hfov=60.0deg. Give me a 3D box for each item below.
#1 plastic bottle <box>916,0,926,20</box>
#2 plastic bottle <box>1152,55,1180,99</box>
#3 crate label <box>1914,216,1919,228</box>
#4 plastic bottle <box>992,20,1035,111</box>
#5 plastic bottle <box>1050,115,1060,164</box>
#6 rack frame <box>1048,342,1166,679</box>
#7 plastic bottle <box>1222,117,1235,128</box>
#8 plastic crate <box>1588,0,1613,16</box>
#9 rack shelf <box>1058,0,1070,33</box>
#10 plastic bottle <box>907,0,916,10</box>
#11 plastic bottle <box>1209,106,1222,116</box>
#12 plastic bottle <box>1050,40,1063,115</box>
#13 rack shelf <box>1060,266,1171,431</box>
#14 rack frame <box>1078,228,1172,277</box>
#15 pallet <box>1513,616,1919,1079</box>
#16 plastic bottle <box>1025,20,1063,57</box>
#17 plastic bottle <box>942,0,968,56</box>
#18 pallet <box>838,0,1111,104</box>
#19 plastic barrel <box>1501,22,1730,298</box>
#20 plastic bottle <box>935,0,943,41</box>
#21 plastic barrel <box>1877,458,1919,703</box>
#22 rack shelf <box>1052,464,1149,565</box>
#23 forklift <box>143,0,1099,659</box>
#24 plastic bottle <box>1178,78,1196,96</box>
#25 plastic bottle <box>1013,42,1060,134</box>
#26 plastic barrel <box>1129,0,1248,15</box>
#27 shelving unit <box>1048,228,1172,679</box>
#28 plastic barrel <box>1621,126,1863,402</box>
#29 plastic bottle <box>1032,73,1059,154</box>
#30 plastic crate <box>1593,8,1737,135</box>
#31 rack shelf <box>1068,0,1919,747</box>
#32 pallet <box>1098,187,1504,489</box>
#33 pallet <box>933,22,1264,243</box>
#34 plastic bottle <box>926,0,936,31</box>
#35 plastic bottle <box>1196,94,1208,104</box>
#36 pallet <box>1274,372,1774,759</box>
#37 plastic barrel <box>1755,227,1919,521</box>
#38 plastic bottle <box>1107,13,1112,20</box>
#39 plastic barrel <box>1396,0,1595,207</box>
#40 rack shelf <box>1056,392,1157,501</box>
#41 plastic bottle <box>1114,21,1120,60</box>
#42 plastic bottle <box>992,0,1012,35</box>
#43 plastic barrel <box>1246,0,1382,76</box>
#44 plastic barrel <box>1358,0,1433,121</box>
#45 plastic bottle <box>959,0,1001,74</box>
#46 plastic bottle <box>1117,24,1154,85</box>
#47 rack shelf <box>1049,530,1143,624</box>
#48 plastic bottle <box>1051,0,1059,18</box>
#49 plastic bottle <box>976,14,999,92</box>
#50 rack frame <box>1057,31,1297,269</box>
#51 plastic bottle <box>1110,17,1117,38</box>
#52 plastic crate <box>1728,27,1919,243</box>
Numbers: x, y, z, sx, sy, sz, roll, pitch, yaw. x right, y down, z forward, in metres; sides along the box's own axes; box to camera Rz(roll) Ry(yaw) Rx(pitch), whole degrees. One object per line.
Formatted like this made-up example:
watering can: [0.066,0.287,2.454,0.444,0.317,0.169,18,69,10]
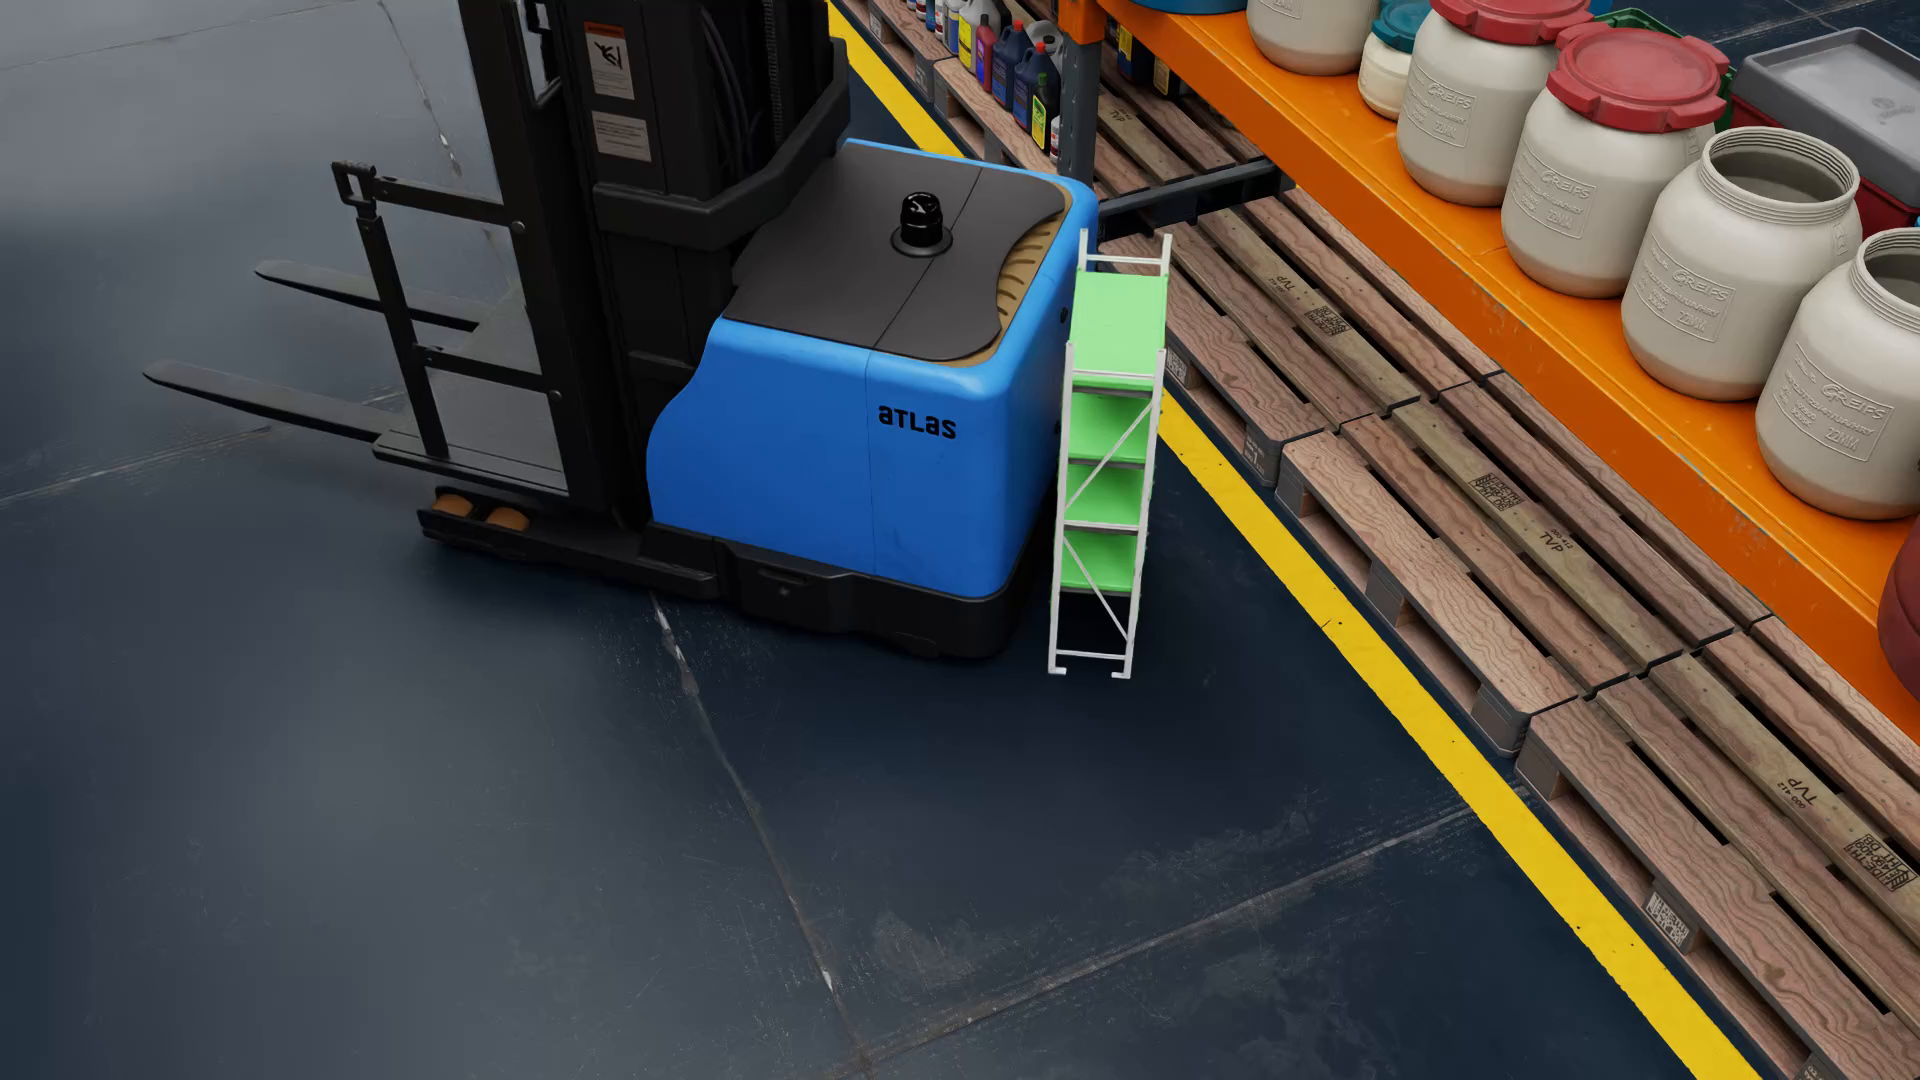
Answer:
plastic bottle: [-0.144,-2.364,7.189,0.097,0.201,0.097,0,45,0]
plastic bottle: [0.837,-1.935,6.696,0.061,0.283,0.133,-18,47,-17]
crate label: [2.340,-0.424,3.518,0.502,0.435,0.616,-18,47,-17]
plastic bottle: [0.218,-1.908,6.621,0.144,0.351,0.185,-20,48,-19]
plastic bottle: [0.396,-1.547,6.361,0.097,0.201,0.097,0,45,0]
rack frame: [0.377,-0.037,4.433,0.240,1.200,0.015,5,45,5]
plastic bottle: [1.095,-1.765,6.532,0.097,0.271,0.097,0,45,0]
plastic crate: [1.577,-1.630,4.778,0.392,0.384,0.575,-18,47,-17]
rack shelf: [-0.010,-3.265,6.936,1.077,0.370,4.000,-18,47,-17]
plastic bottle: [-0.185,-2.452,7.228,0.097,0.271,0.097,0,45,0]
plastic bottle: [1.052,-1.805,6.622,0.097,0.201,0.097,0,45,0]
plastic bottle: [0.429,-1.828,6.540,0.144,0.351,0.185,-18,47,-17]
rack shelf: [0.406,-0.503,4.314,0.258,0.148,0.480,5,45,5]
rack frame: [0.435,-0.377,4.778,0.240,1.200,0.015,5,45,5]
pallet: [2.222,0.790,4.300,1.003,0.211,1.213,-18,47,-17]
plastic bottle: [0.342,-1.941,6.708,0.152,0.276,0.135,-18,47,-17]
plastic bottle: [0.017,-2.192,6.962,0.152,0.276,0.135,-17,47,-17]
pallet: [0.069,-2.473,7.606,1.003,0.211,1.213,-18,47,-17]
plastic barrel: [1.525,-0.878,3.907,0.433,0.535,0.433,0,45,0]
plastic bottle: [-0.057,-2.233,7.056,0.097,0.201,0.097,0,45,0]
plastic barrel: [2.043,0.047,2.969,0.600,0.536,0.708,-18,47,-17]
rack shelf: [0.406,-0.162,4.651,0.258,0.148,0.480,5,45,5]
forklift: [-1.161,-1.318,4.499,3.031,2.935,1.130,13,46,13]
plastic bottle: [0.934,-1.965,6.731,0.152,0.276,0.135,-16,47,-16]
plastic bottle: [0.299,-1.786,6.497,0.144,0.351,0.185,-19,48,-18]
plastic barrel: [0.718,-2.090,4.875,0.600,0.901,0.708,-18,47,-17]
shelving unit: [0.406,-0.207,4.606,0.258,1.200,0.503,5,45,5]
plastic barrel: [1.709,-0.599,3.641,0.421,0.512,0.421,0,45,0]
plastic bottle: [0.329,-1.646,6.403,0.061,0.283,0.133,-16,47,-15]
plastic crate: [1.819,-1.145,4.426,0.450,0.188,0.662,-18,47,-17]
rack shelf: [1.672,-0.716,4.353,1.077,0.370,4.000,-18,47,-17]
pallet: [1.196,-0.765,5.875,1.003,0.211,1.213,-18,47,-17]
pallet: [0.586,-1.695,6.817,1.003,0.211,1.213,-18,47,-17]
plastic bottle: [-0.100,-2.323,7.098,0.097,0.271,0.097,0,45,0]
plastic bottle: [1.009,-1.870,6.688,0.097,0.201,0.097,0,45,0]
pallet: [1.713,0.013,5.086,1.003,0.211,1.213,-18,47,-17]
plastic barrel: [1.886,-0.330,3.369,0.421,0.512,0.421,0,45,0]
plastic bottle: [0.691,-2.352,7.177,0.097,0.201,0.097,0,45,0]
plastic barrel: [1.343,-1.153,4.186,0.433,0.535,0.433,0,45,0]
rack shelf: [0.406,-0.333,4.482,0.258,0.148,0.480,5,45,5]
plastic bottle: [0.697,-2.126,6.898,0.097,0.271,0.097,0,45,0]
plastic bottle: [0.164,-2.137,6.901,0.061,0.283,0.133,-18,47,-17]
plastic barrel: [1.034,-1.621,4.660,0.433,0.535,0.433,0,45,0]
plastic barrel: [1.248,-1.309,4.539,0.301,0.262,0.301,0,45,0]
plastic bottle: [0.082,-2.114,6.830,0.144,0.351,0.185,-18,47,-18]
plastic bottle: [0.737,-2.055,6.770,0.144,0.351,0.185,-18,47,-17]
rack shelf: [0.406,0.009,4.819,0.258,0.148,0.480,5,45,5]
plastic bottle: [0.486,-2.402,7.175,0.152,0.276,0.135,-18,47,-17]
plastic bottle: [0.112,-1.976,6.737,0.061,0.283,0.133,-15,47,-15]
rack frame: [0.831,-2.247,5.392,1.000,3.000,0.127,-18,47,-17]
plastic bottle: [0.693,-2.272,7.047,0.097,0.271,0.097,0,45,0]
plastic crate: [2.111,-0.841,3.921,0.402,0.464,0.583,-18,47,-17]
